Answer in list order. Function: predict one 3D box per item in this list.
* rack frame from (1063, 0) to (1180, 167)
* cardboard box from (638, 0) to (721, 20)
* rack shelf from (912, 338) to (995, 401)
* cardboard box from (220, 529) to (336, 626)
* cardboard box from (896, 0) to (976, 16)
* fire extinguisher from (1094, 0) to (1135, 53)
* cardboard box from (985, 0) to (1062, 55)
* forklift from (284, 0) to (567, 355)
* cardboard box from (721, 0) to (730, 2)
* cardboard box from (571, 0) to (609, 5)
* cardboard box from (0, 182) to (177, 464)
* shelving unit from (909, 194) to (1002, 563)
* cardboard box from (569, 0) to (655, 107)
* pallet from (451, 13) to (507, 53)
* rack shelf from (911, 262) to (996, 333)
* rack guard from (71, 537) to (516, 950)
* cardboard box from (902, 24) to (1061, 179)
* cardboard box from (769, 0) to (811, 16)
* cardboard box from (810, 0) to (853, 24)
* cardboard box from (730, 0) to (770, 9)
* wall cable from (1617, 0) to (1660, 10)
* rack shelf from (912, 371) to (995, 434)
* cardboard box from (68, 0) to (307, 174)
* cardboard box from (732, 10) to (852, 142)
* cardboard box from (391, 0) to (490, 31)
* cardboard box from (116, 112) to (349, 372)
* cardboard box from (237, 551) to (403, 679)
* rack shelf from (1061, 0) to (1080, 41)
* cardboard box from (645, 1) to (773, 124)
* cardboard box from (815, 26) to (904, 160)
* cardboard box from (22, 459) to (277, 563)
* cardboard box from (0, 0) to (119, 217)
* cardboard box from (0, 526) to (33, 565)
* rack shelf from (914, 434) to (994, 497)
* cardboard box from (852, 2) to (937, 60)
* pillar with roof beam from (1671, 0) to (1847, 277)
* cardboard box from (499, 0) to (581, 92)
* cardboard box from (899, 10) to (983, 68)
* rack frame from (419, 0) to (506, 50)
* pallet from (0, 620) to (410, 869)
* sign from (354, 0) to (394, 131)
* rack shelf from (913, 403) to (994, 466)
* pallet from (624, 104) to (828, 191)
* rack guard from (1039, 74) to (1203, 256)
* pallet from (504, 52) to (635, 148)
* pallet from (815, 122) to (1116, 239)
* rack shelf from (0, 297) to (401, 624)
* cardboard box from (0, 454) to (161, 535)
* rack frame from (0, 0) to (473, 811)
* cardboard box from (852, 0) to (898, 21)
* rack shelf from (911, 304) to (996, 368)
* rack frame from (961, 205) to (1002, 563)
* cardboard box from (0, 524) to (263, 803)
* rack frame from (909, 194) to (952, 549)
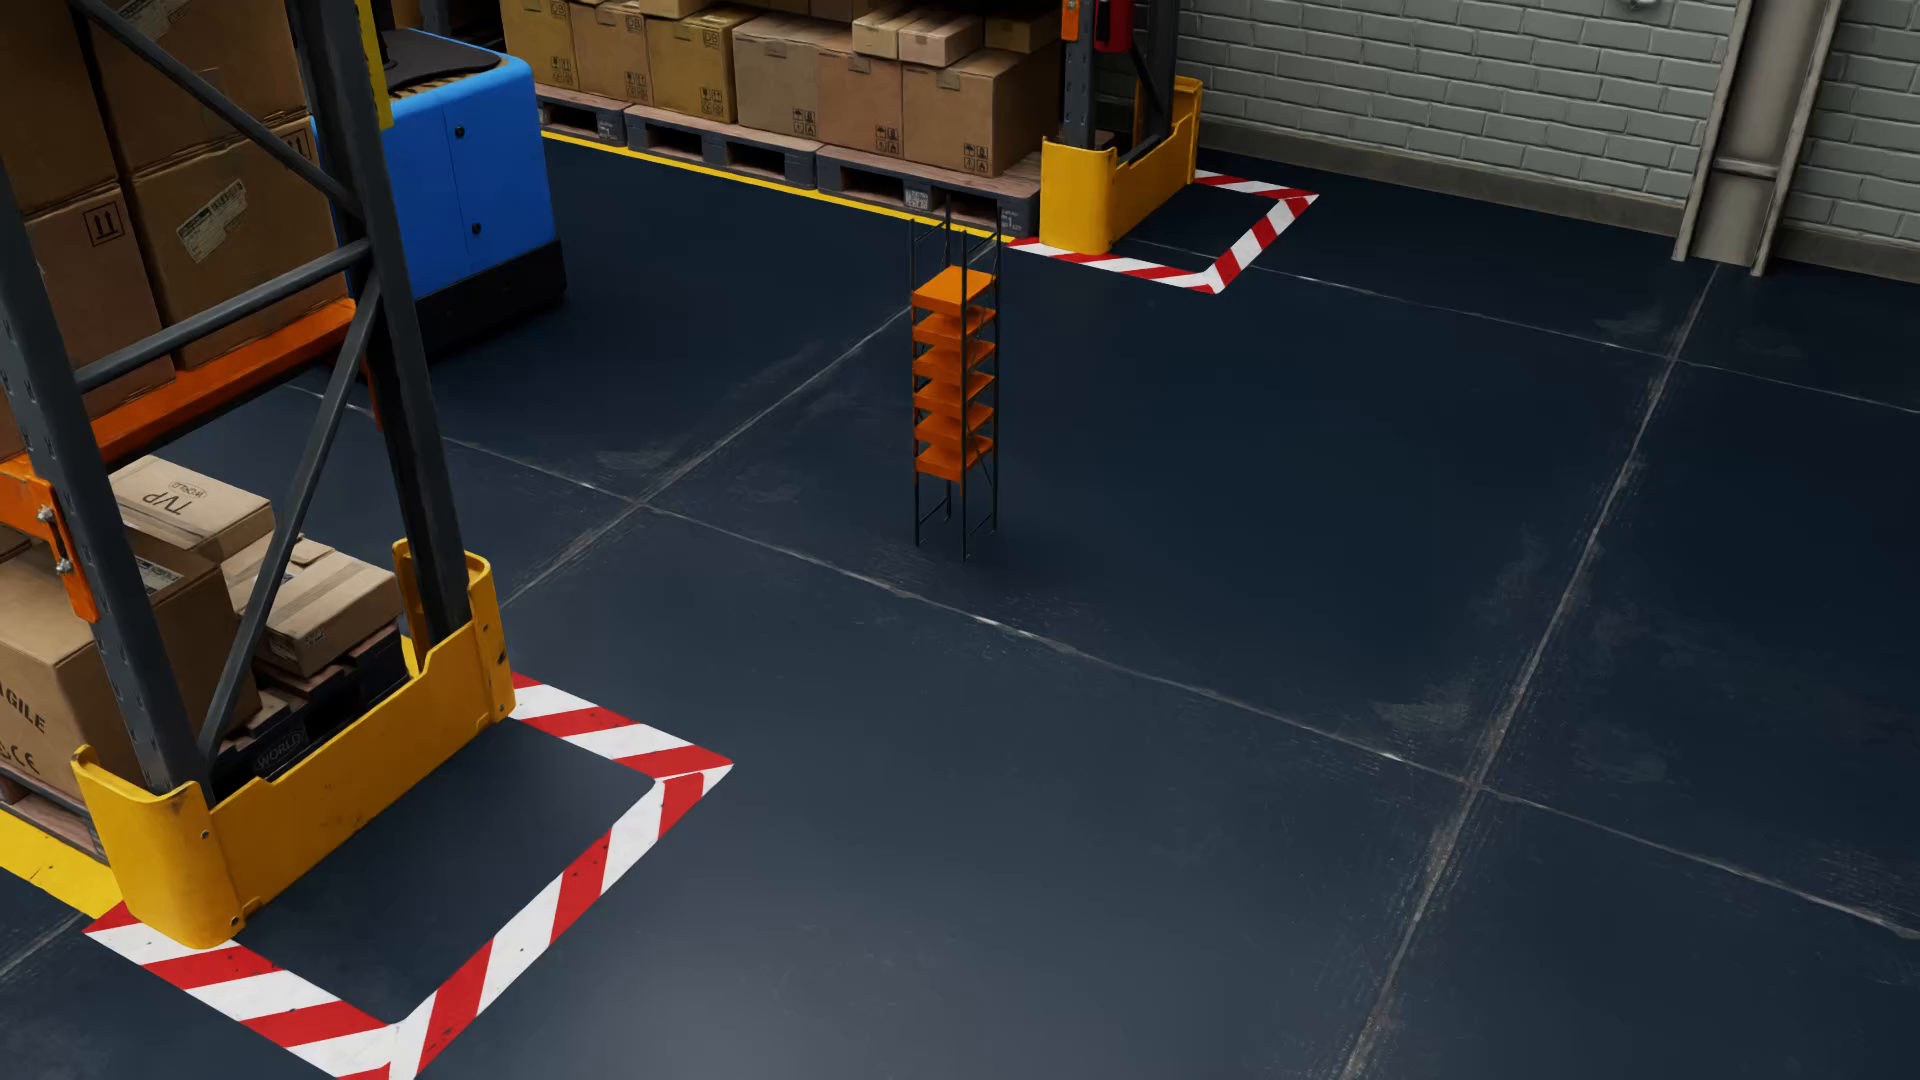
[{"bbox_3d":[0.769,-2.893,7.388,0.127,3.000,1.000,18,37,24],"label":"rack frame"},{"bbox_3d":[-1.445,-2.817,8.565,0.250,0.149,0.380,16,37,23],"label":"cardboard box"},{"bbox_3d":[-0.013,-0.566,5.382,0.180,0.103,0.258,18,37,24],"label":"rack shelf"},{"bbox_3d":[-2.095,0.139,4.995,0.250,0.166,0.380,18,37,24],"label":"cardboard box"},{"bbox_3d":[-0.120,-2.643,8.303,0.250,0.149,0.380,18,38,25],"label":"cardboard box"},{"bbox_3d":[0.671,-2.442,7.117,0.183,0.674,0.296,18,37,24],"label":"fire extinguisher"},{"bbox_3d":[0.320,-2.504,8.095,0.250,0.149,0.380,18,38,25],"label":"cardboard box"},{"bbox_3d":[-3.206,-2.543,6.925,3.031,2.935,1.130,22,40,30],"label":"forklift"},{"bbox_3d":[-1.226,-2.992,8.828,0.250,0.149,0.380,18,38,25],"label":"cardboard box"},{"bbox_3d":[-1.898,-2.961,8.781,0.250,0.149,0.380,19,38,26],"label":"cardboard box"},{"bbox_3d":[-2.209,-0.542,3.768,0.500,0.500,0.500,19,38,26],"label":"cardboard box"},{"bbox_3d":[-0.013,-0.503,5.423,0.189,1.200,0.258,18,37,24],"label":"shelving unit"},{"bbox_3d":[-1.671,-2.733,9.024,0.500,0.500,0.700,17,37,24],"label":"cardboard box"},{"bbox_3d":[-3.411,-3.009,10.077,1.213,0.211,1.003,18,37,24],"label":"pallet"},{"bbox_3d":[-0.013,-0.766,5.249,0.180,0.103,0.258,18,37,24],"label":"rack shelf"},{"bbox_3d":[-1.751,0.511,4.531,0.348,0.500,1.175,18,37,24],"label":"rack guard"},{"bbox_3d":[0.112,-2.172,8.182,0.500,0.500,0.700,18,37,24],"label":"cardboard box"},{"bbox_3d":[-0.782,-2.852,8.617,0.250,0.149,0.380,18,38,25],"label":"cardboard box"},{"bbox_3d":[-0.559,-2.781,8.512,0.250,0.149,0.380,18,38,25],"label":"cardboard box"},{"bbox_3d":[-1.001,-2.921,8.722,0.250,0.149,0.380,17,37,24],"label":"cardboard box"},{"bbox_3d":[2.350,-3.419,7.262,1.851,1.984,0.084,18,37,24],"label":"wall cable"},{"bbox_3d":[-0.013,-0.466,5.448,0.180,0.103,0.258,18,37,24],"label":"rack shelf"},{"bbox_3d":[-1.940,-1.215,3.876,0.500,0.500,0.500,19,38,26],"label":"cardboard box"},{"bbox_3d":[-0.759,-2.447,8.595,0.500,0.500,0.700,16,37,23],"label":"cardboard box"},{"bbox_3d":[-3.332,-3.389,9.694,0.750,0.750,0.750,18,38,25],"label":"cardboard box"},{"bbox_3d":[-1.940,-0.799,4.153,0.500,0.500,0.500,18,38,25],"label":"cardboard box"},{"bbox_3d":[-1.878,0.215,4.897,0.250,0.149,0.380,18,37,24],"label":"cardboard box"},{"bbox_3d":[-0.967,-3.144,8.414,4.000,0.370,1.077,18,37,24],"label":"rack shelf"},{"bbox_3d":[-1.226,-2.591,8.810,0.500,0.500,0.700,18,38,25],"label":"cardboard box"},{"bbox_3d":[-0.322,-2.309,8.388,0.500,0.500,0.700,17,37,24],"label":"cardboard box"},{"bbox_3d":[-2.451,0.029,5.083,0.500,0.250,0.500,18,37,24],"label":"cardboard box"},{"bbox_3d":[-2.208,-0.956,3.487,0.500,0.500,0.500,17,37,24],"label":"cardboard box"},{"bbox_3d":[-3.089,0.146,4.908,0.500,0.250,0.500,18,37,24],"label":"cardboard box"},{"bbox_3d":[-0.013,-0.267,5.581,0.180,0.103,0.258,18,37,24],"label":"rack shelf"},{"bbox_3d":[-0.312,-2.459,8.028,0.250,0.149,0.380,19,38,26],"label":"cardboard box"},{"bbox_3d":[1.407,-2.992,2.125,0.400,9.000,9.100,18,37,24],"label":"pillar with roof beam"},{"bbox_3d":[-2.105,-2.873,9.234,0.500,0.500,0.700,18,38,25],"label":"cardboard box"},{"bbox_3d":[-0.090,-2.390,7.923,0.250,0.149,0.380,17,37,24],"label":"cardboard box"},{"bbox_3d":[-2.703,-3.993,9.040,0.127,3.000,1.000,18,37,24],"label":"rack frame"},{"bbox_3d":[-2.444,0.413,4.940,1.213,0.211,1.003,18,37,24],"label":"pallet"},{"bbox_3d":[-1.416,-1.130,3.959,0.005,0.325,0.100,18,37,24],"label":"sign"},{"bbox_3d":[-0.013,-0.367,5.515,0.180,0.103,0.258,18,37,24],"label":"rack shelf"},{"bbox_3d":[-1.019,-2.251,8.940,1.213,0.211,1.003,18,37,24],"label":"pallet"},{"bbox_3d":[0.790,-1.846,8.071,0.348,0.500,1.175,18,37,24],"label":"rack guard"},{"bbox_3d":[-2.082,-2.586,9.443,1.213,0.211,1.003,18,37,24],"label":"pallet"},{"bbox_3d":[0.036,-1.915,8.435,1.213,0.211,1.003,18,37,24],"label":"pallet"},{"bbox_3d":[-3.422,-0.759,4.832,4.000,0.370,1.077,18,37,24],"label":"rack shelf"},{"bbox_3d":[-2.885,-0.108,5.290,0.500,0.250,0.500,18,37,24],"label":"cardboard box"},{"bbox_3d":[-1.685,-0.508,3.807,0.127,3.000,1.000,18,37,24],"label":"rack frame"},{"bbox_3d":[-0.337,-2.712,8.407,0.250,0.149,0.380,18,38,25],"label":"cardboard box"},{"bbox_3d":[-0.013,-0.666,5.315,0.180,0.103,0.258,18,37,24],"label":"rack shelf"},{"bbox_3d":[0.067,-0.478,5.386,0.006,1.200,0.240,18,37,24],"label":"rack frame"},{"bbox_3d":[-2.280,0.318,4.425,0.500,0.500,0.500,18,37,24],"label":"cardboard box"},{"bbox_3d":[-0.092,-0.529,5.461,0.006,1.200,0.240,18,37,24],"label":"rack frame"}]
